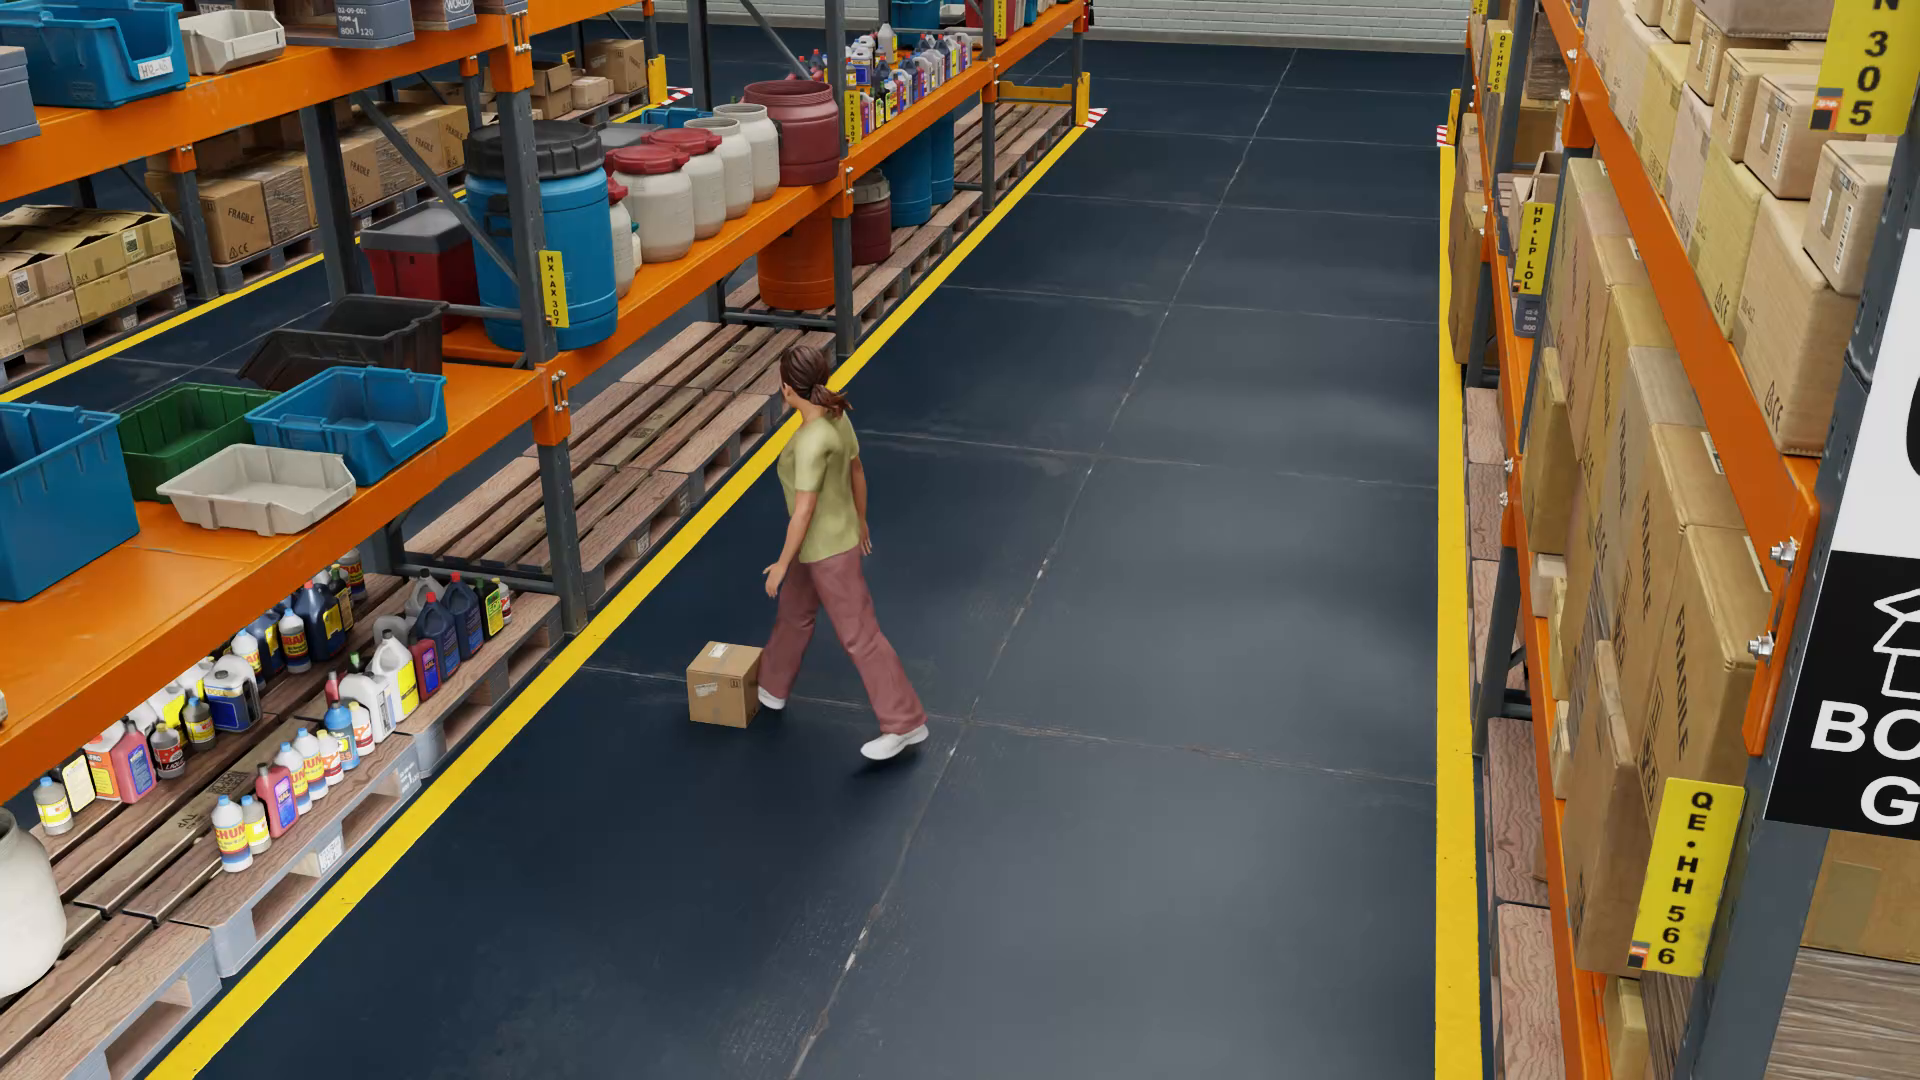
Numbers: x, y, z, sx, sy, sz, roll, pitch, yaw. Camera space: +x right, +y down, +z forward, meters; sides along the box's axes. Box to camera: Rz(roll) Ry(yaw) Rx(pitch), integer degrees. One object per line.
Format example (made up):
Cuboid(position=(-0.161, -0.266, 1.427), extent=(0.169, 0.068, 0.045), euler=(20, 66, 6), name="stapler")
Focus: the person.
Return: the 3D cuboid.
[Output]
Cuboid(position=(-0.572, 0.040, 6.535), extent=(0.902, 1.640, 0.581), euler=(1, 25, 2), name="person")
